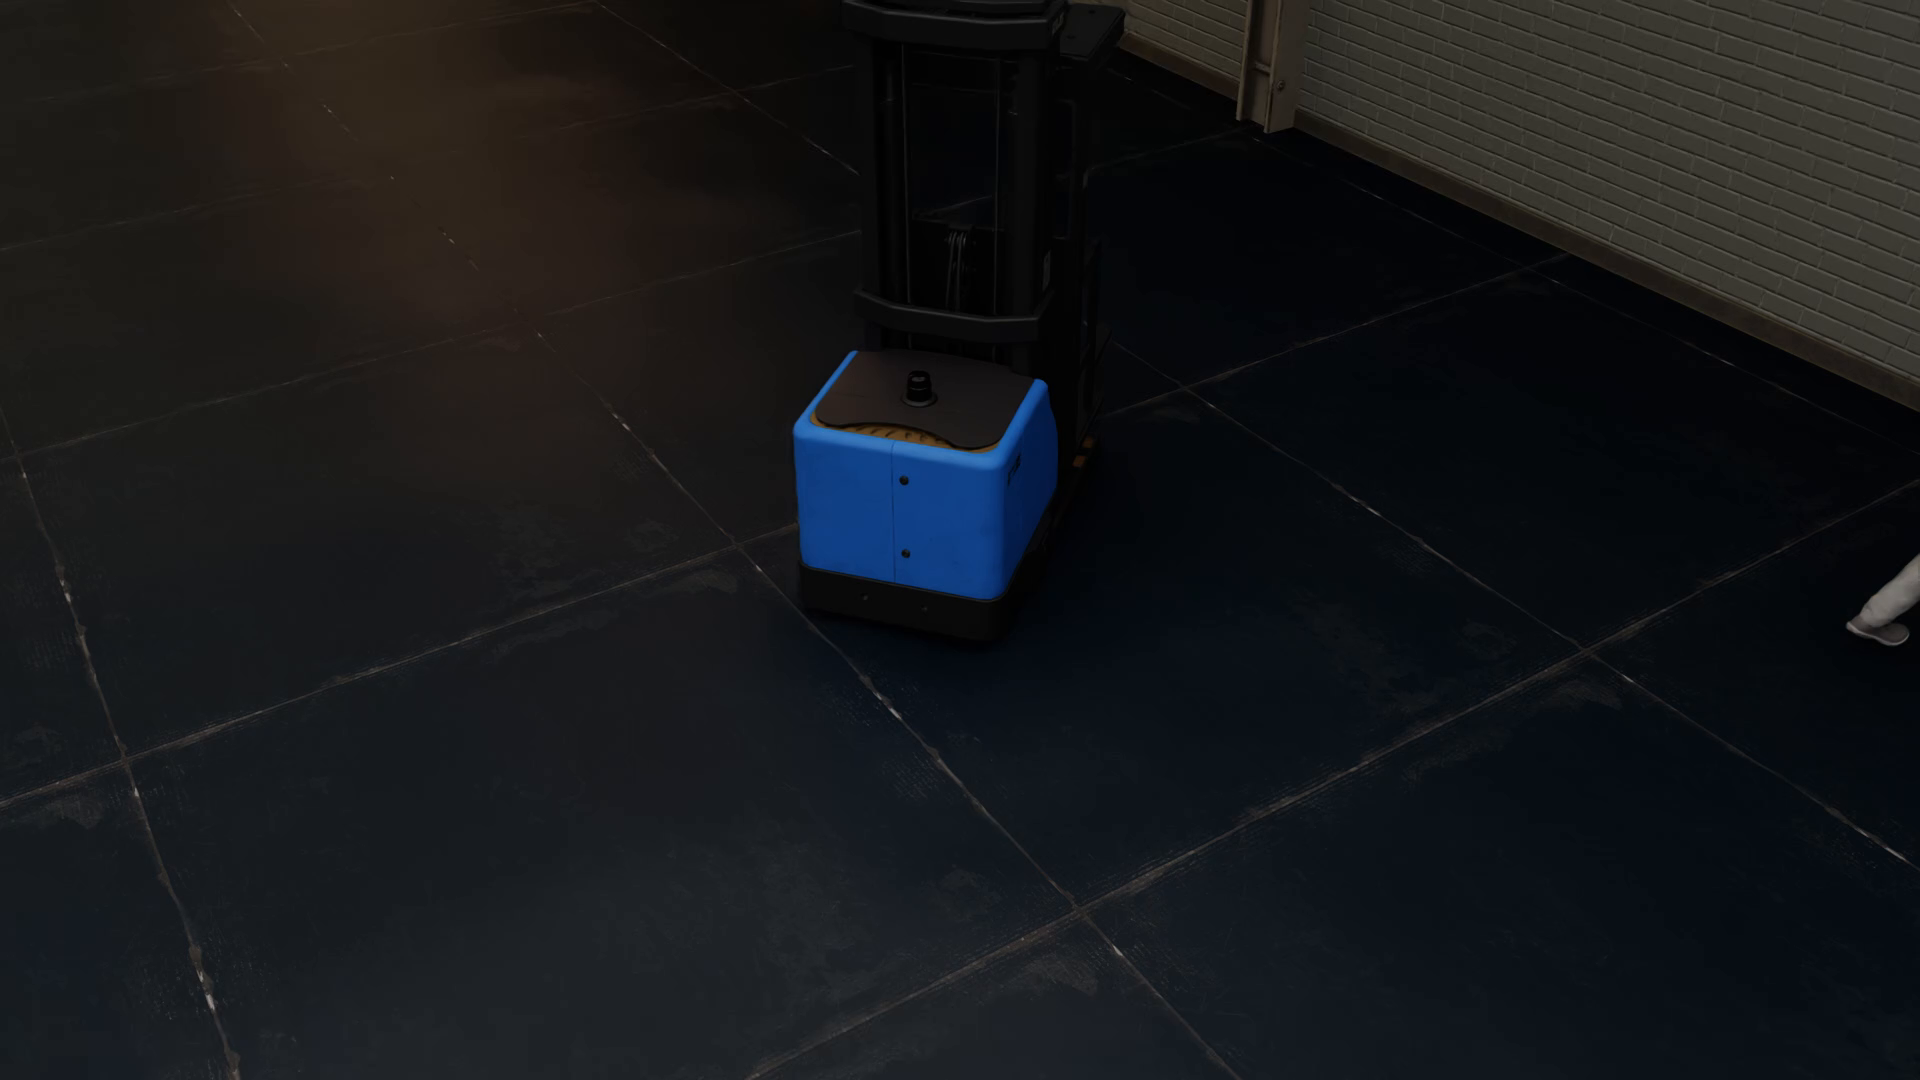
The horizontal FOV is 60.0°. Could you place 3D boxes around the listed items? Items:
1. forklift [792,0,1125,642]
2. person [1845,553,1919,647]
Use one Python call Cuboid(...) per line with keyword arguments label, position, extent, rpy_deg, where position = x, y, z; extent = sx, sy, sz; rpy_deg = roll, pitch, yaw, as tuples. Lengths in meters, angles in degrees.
Cuboid(label="forklift", position=(0.147, -1.562, 8.371), extent=(1.130, 2.935, 3.031), rpy_deg=(10, 36, 14))
Cuboid(label="person", position=(4.735, 0.096, 7.269), extent=(0.546, 1.693, 1.156), rpy_deg=(-22, 40, -28))
